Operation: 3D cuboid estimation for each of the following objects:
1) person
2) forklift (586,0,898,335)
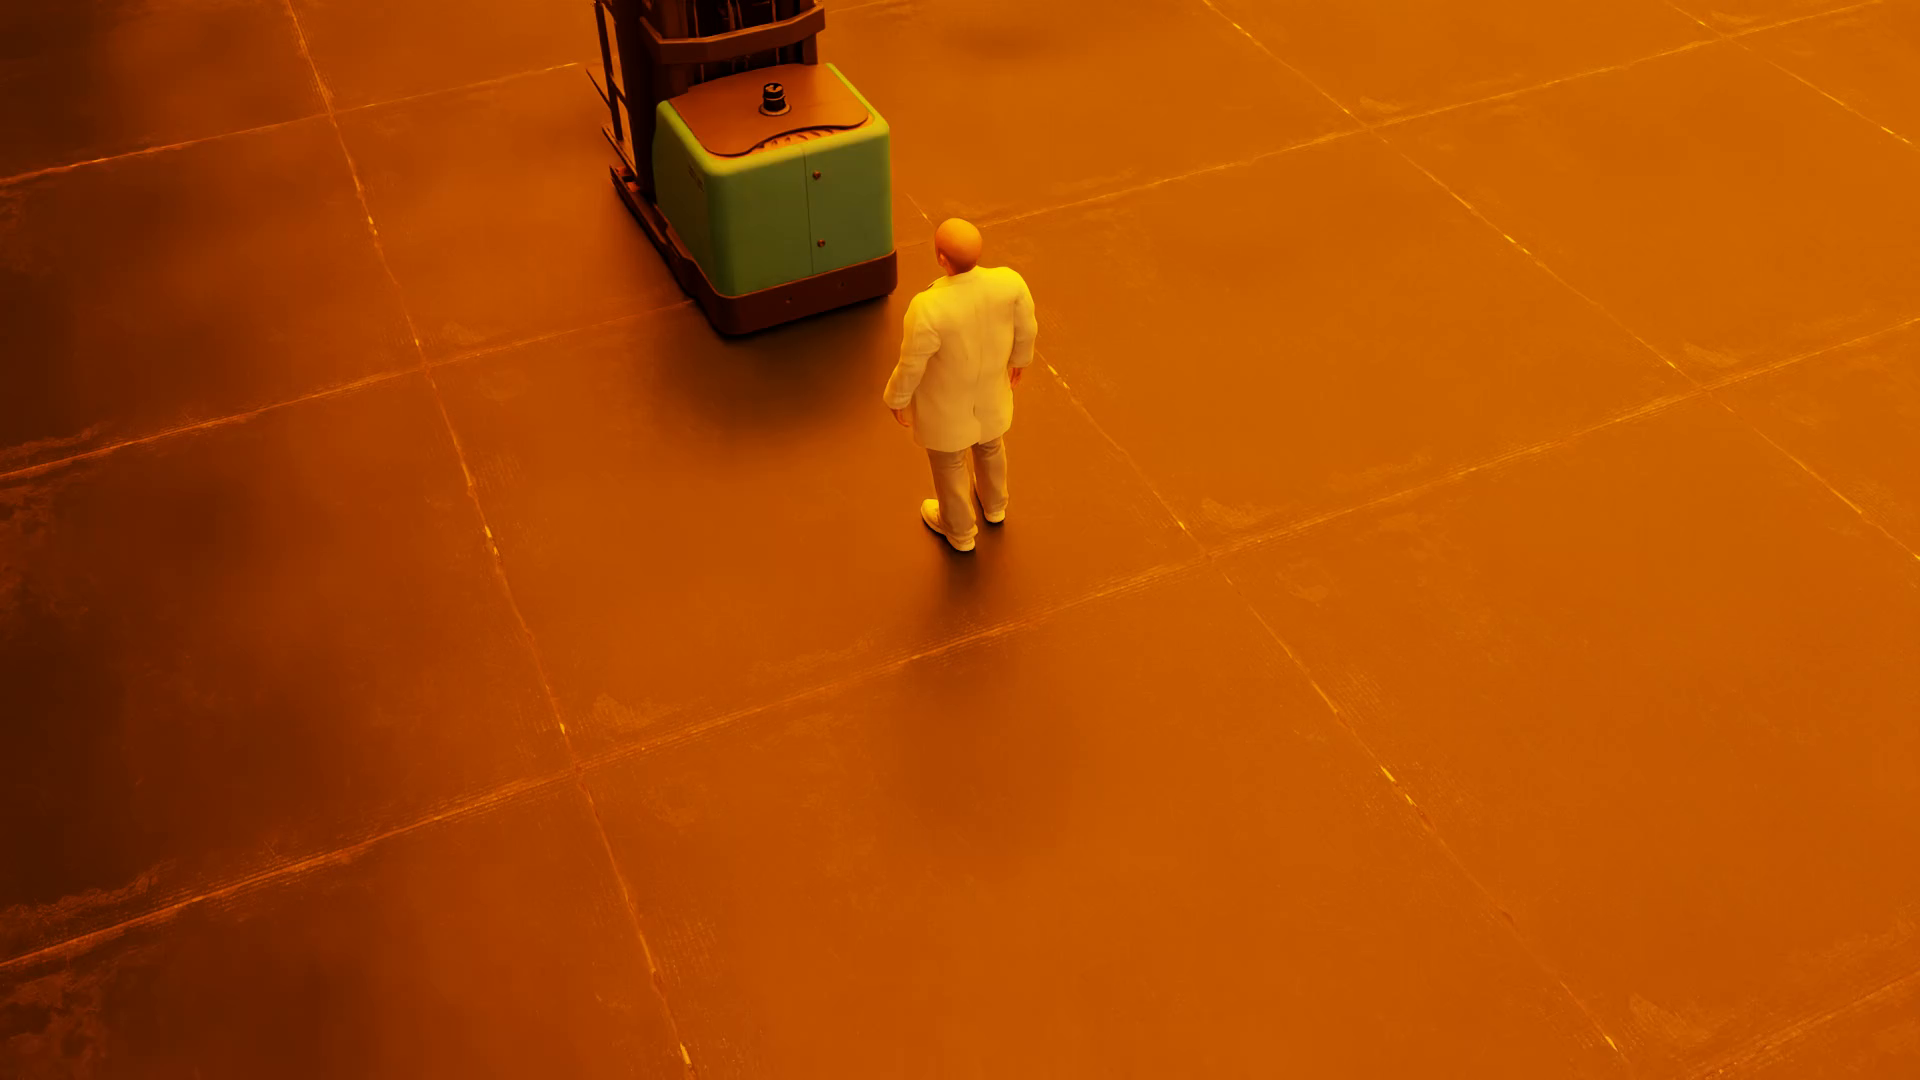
[{"bbox_3d":[-0.035,-0.713,7.279,0.698,1.777,0.578,-18,46,-18],"label":"person"},{"bbox_3d":[-1.456,-3.175,9.082,1.130,2.935,3.031,-19,46,-19],"label":"forklift"}]
